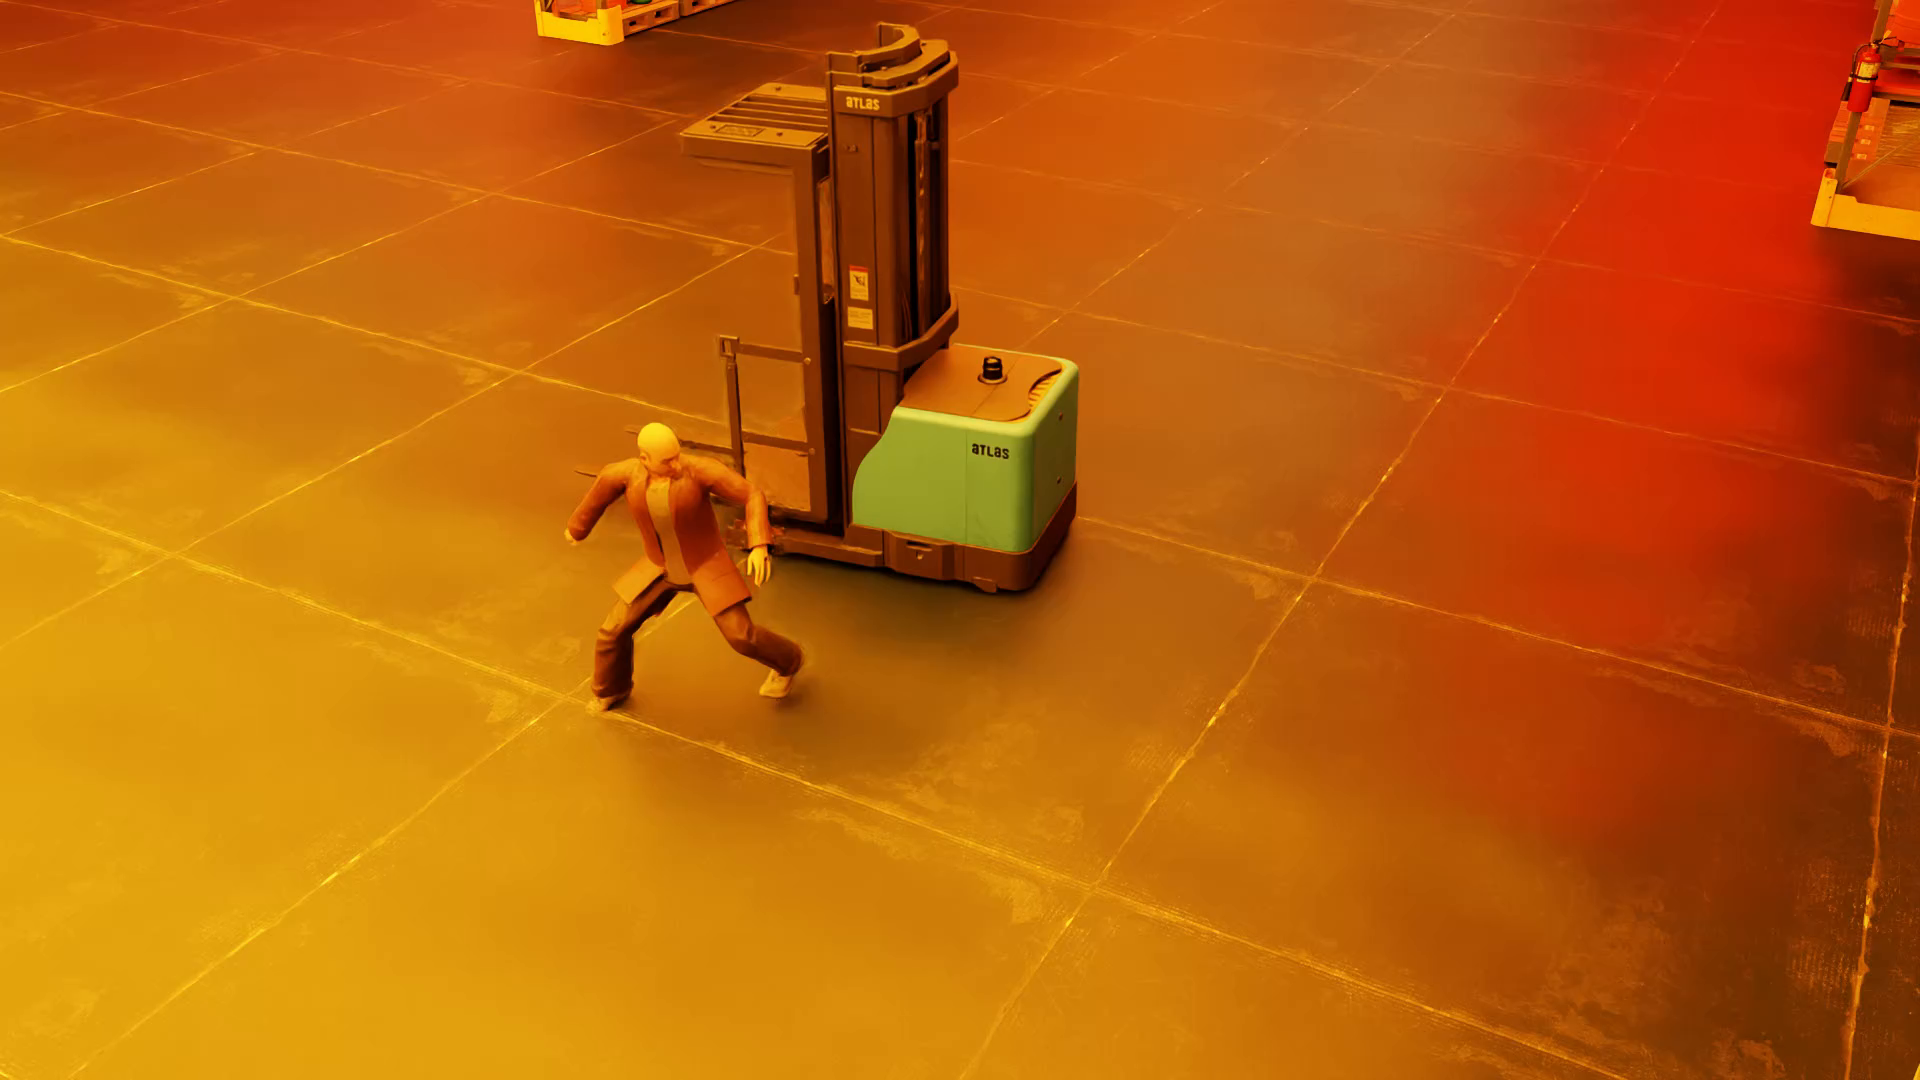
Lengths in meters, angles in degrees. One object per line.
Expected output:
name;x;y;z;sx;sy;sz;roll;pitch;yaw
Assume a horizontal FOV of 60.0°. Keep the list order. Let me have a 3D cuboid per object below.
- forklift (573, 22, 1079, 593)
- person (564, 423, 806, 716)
forklift;-0.866;-1.412;9.518;3.031;2.935;1.130;10;32;17
person;-1.443;0.153;8.218;1.218;1.703;0.606;6;31;11
